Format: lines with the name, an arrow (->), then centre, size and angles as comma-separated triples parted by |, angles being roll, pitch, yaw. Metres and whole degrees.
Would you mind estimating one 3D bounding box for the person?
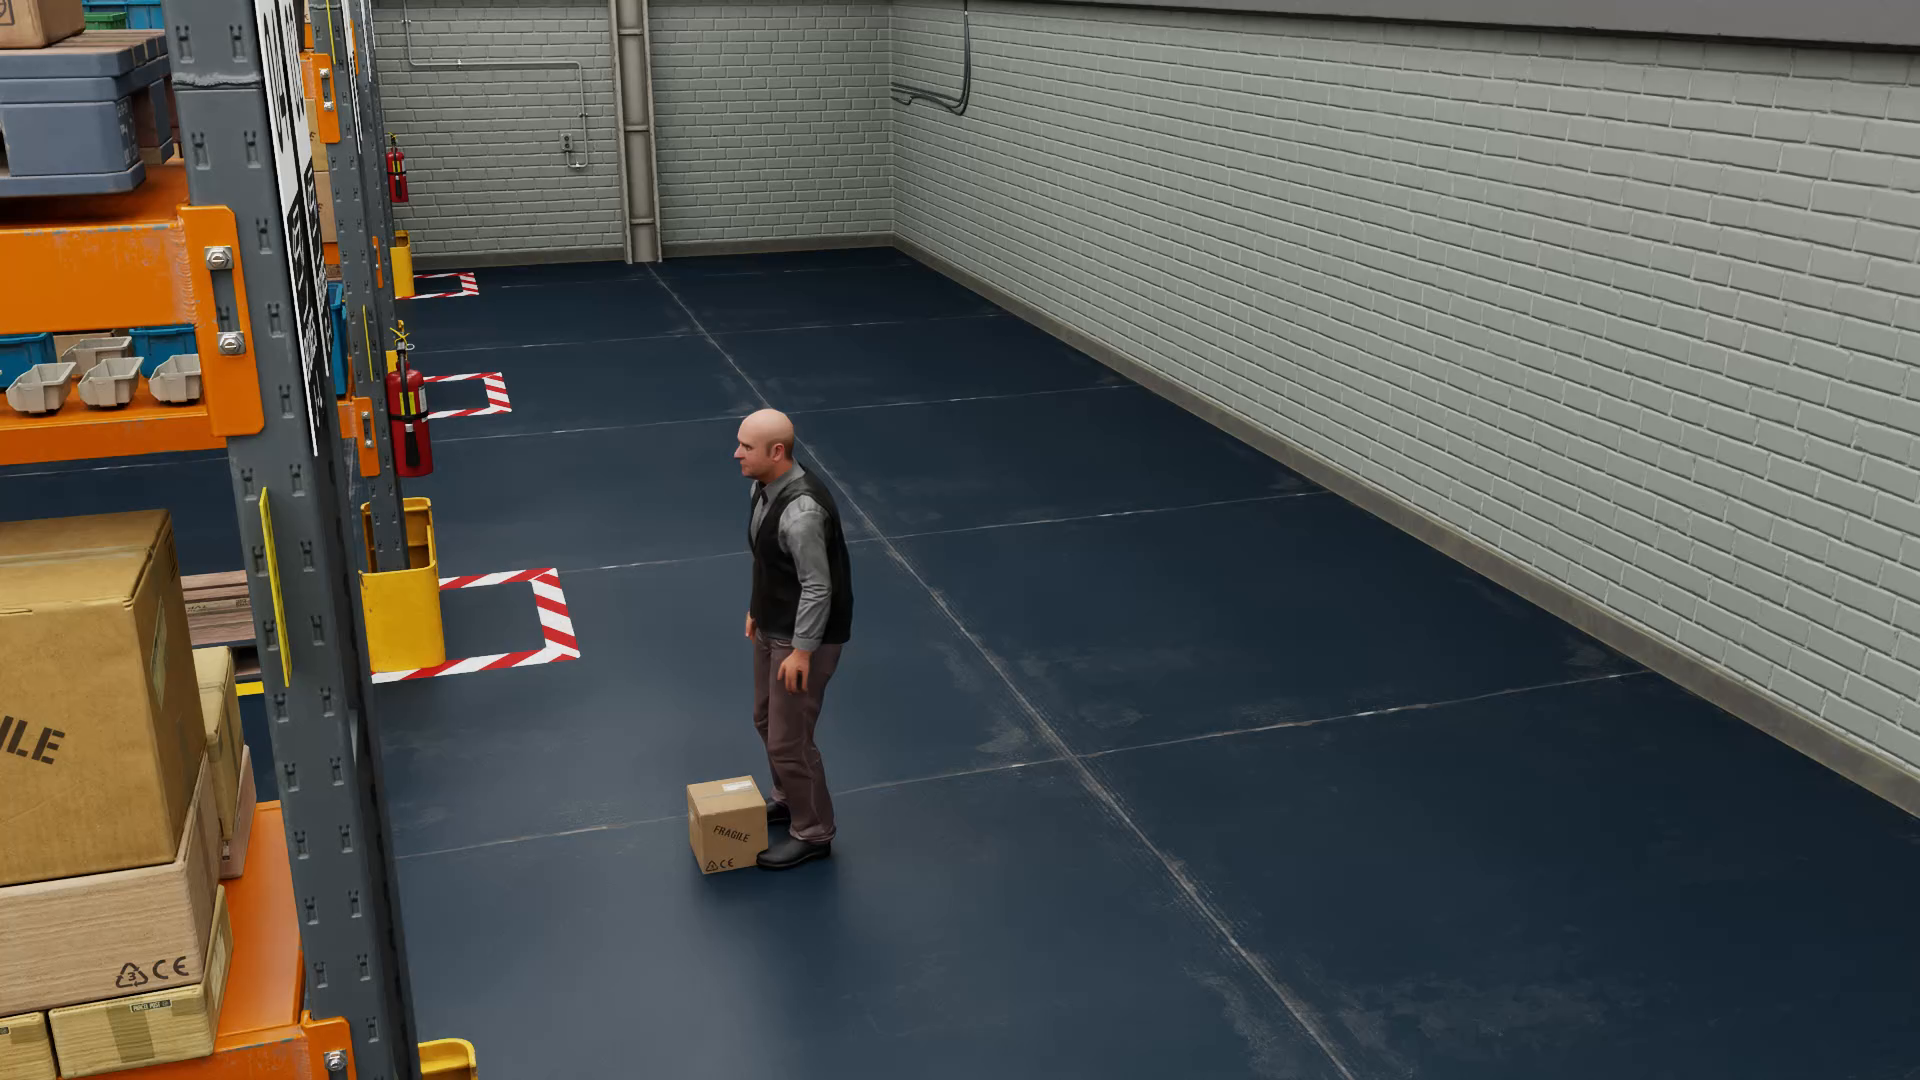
person -> -0.610, 0.346, 6.101 | 0.417, 1.722, 0.593 | -7, 20, -20
